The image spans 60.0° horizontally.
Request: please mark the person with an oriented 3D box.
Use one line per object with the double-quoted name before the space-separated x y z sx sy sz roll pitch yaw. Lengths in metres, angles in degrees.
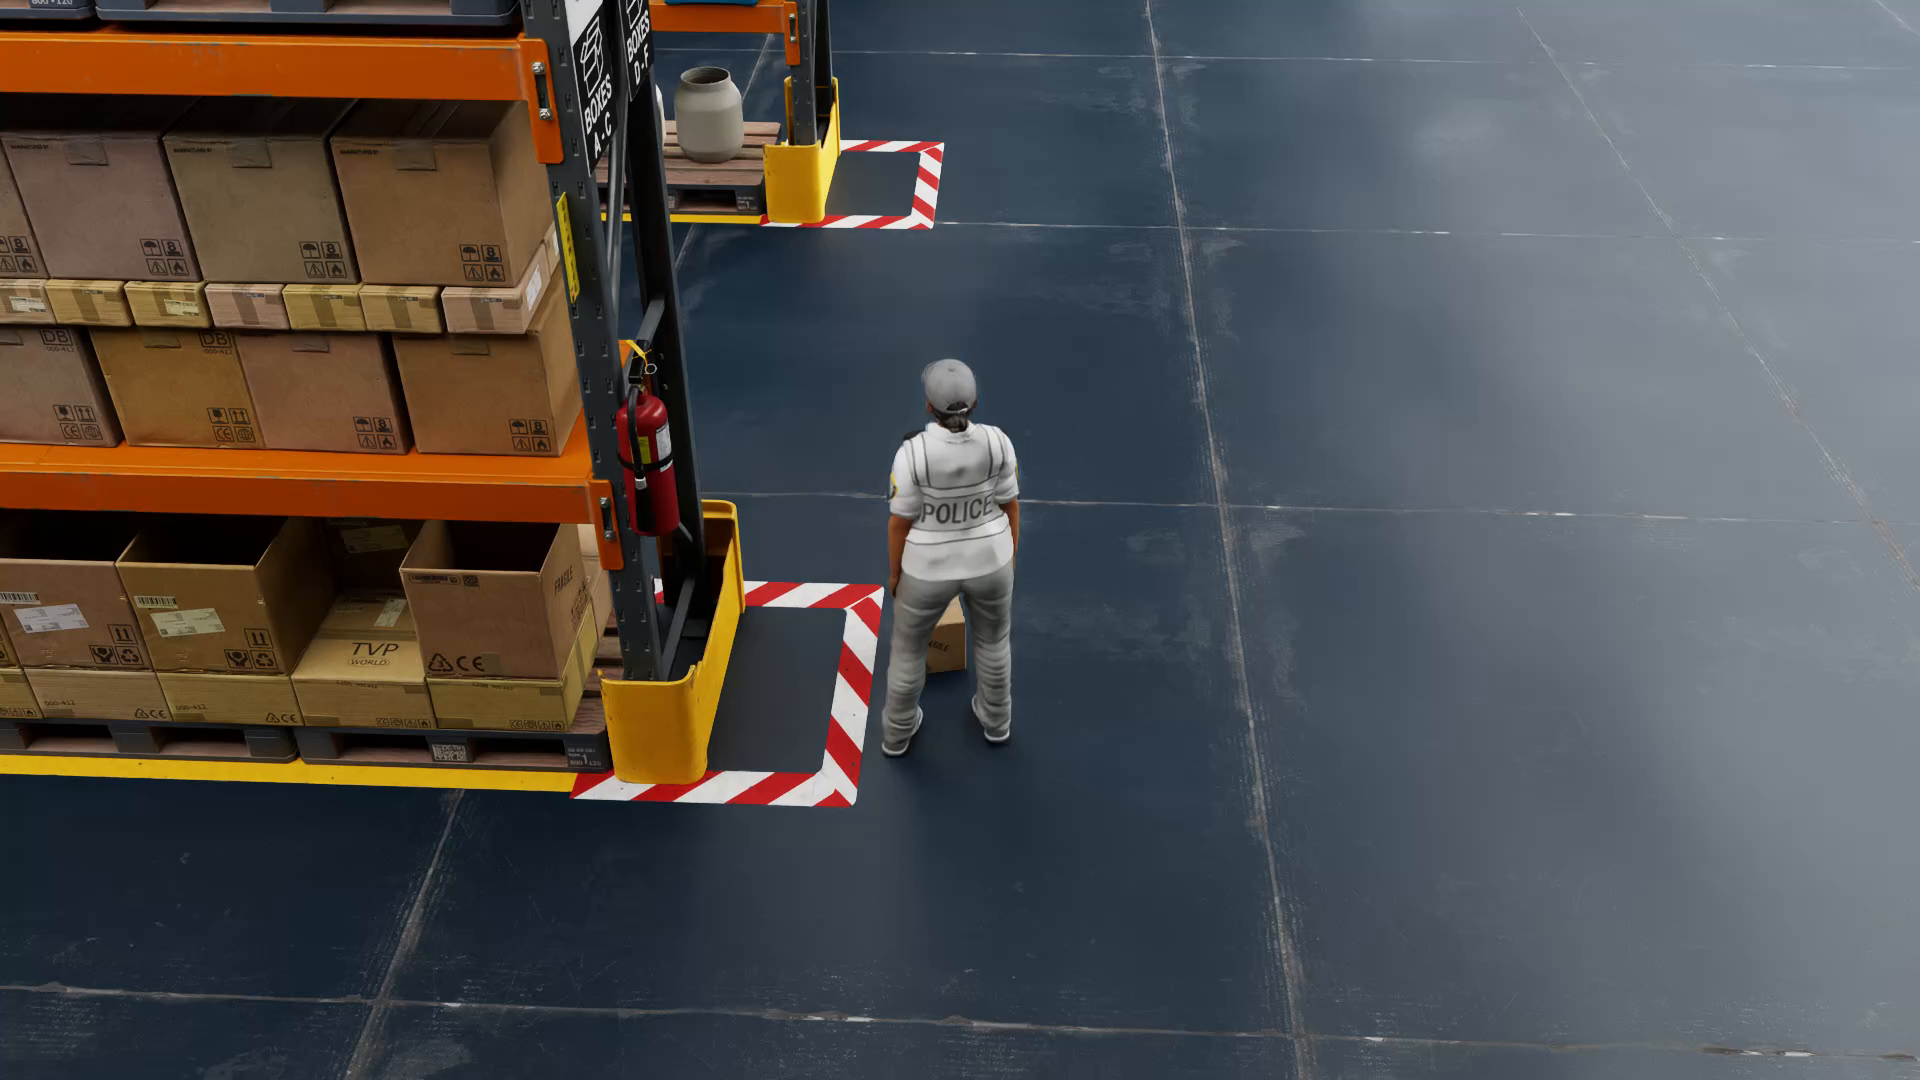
"person" -0.049 0.079 6.027 0.531 1.663 0.380 -7 36 -9
